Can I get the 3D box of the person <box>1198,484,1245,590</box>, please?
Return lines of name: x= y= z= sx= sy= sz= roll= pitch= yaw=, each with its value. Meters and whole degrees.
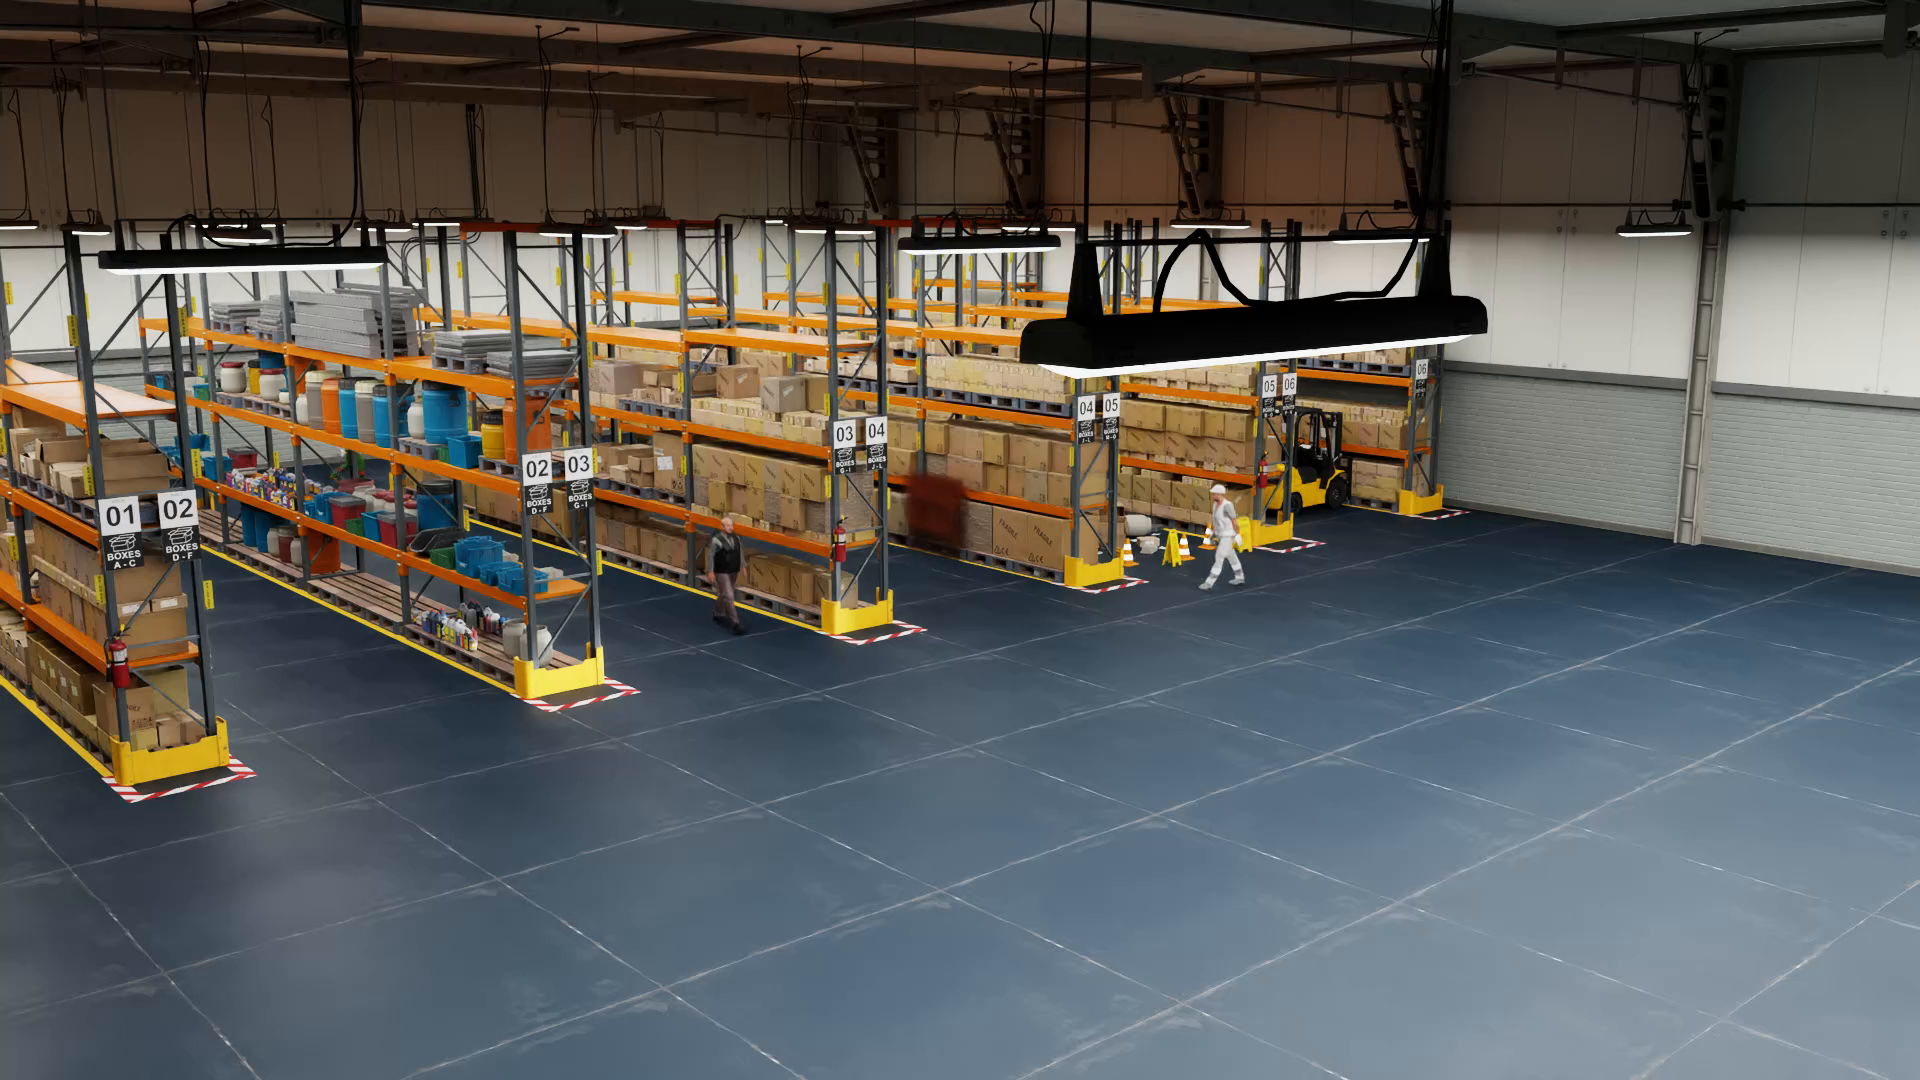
person: x=4.361 y=-0.074 z=27.728 sx=0.987 sy=1.716 sz=0.609 roll=-5 pitch=12 yaw=-23

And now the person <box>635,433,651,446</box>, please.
person: x=-8.142 y=-3.043 z=42.401 sx=0.553 sy=1.760 sz=0.766 roll=8 pitch=14 yaw=33

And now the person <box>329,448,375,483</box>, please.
person: x=-13.865 y=-2.095 z=37.791 sx=1.003 sy=1.758 sz=0.524 roll=-3 pitch=12 yaw=-14

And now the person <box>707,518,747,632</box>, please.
person: x=-3.463 y=0.491 z=25.081 sx=0.979 sy=1.670 sz=0.552 roll=8 pitch=14 yaw=36
